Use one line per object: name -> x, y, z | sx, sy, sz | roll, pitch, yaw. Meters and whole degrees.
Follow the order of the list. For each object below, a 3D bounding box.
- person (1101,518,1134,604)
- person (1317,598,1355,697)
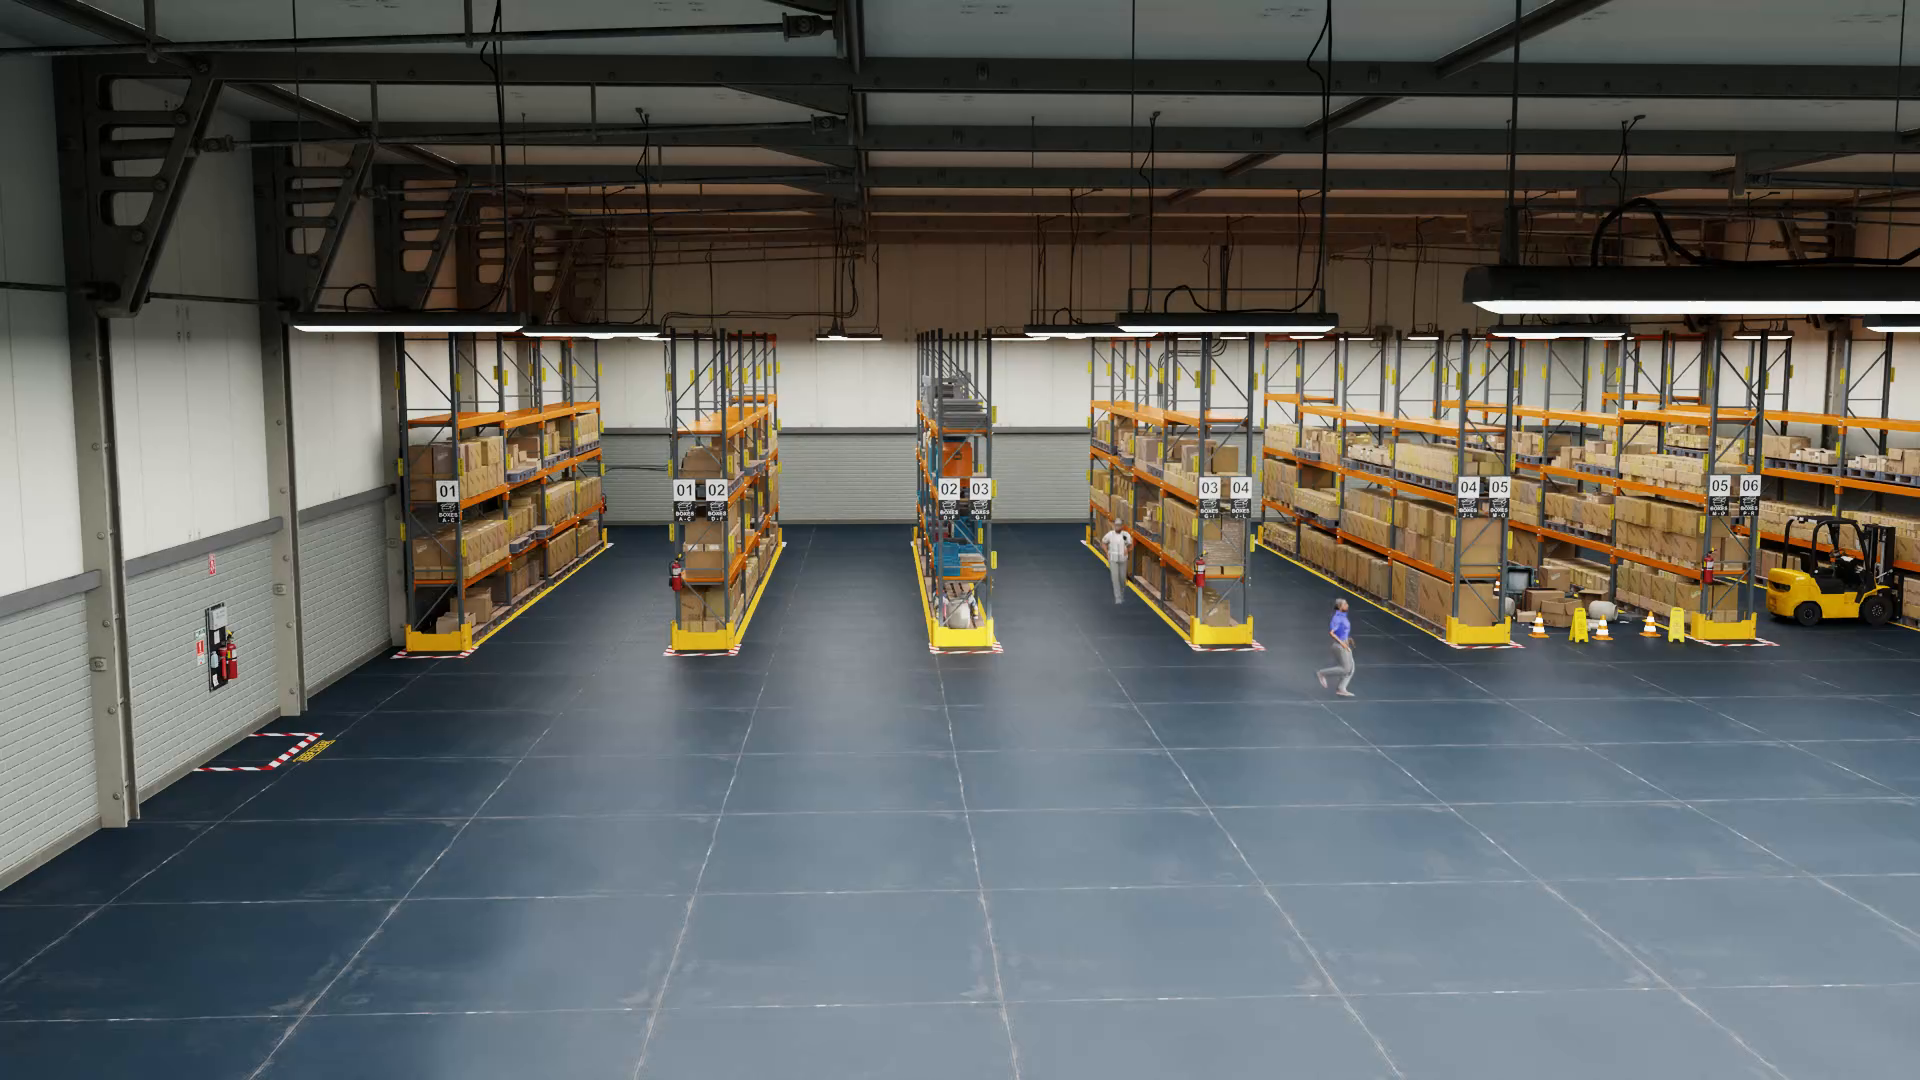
person -> 3.330, 0.440, 35.062 | 0.672, 1.825, 0.742 | 0, 7, -1
person -> 6.149, 1.744, 27.116 | 0.592, 1.616, 0.581 | 3, 7, 23
